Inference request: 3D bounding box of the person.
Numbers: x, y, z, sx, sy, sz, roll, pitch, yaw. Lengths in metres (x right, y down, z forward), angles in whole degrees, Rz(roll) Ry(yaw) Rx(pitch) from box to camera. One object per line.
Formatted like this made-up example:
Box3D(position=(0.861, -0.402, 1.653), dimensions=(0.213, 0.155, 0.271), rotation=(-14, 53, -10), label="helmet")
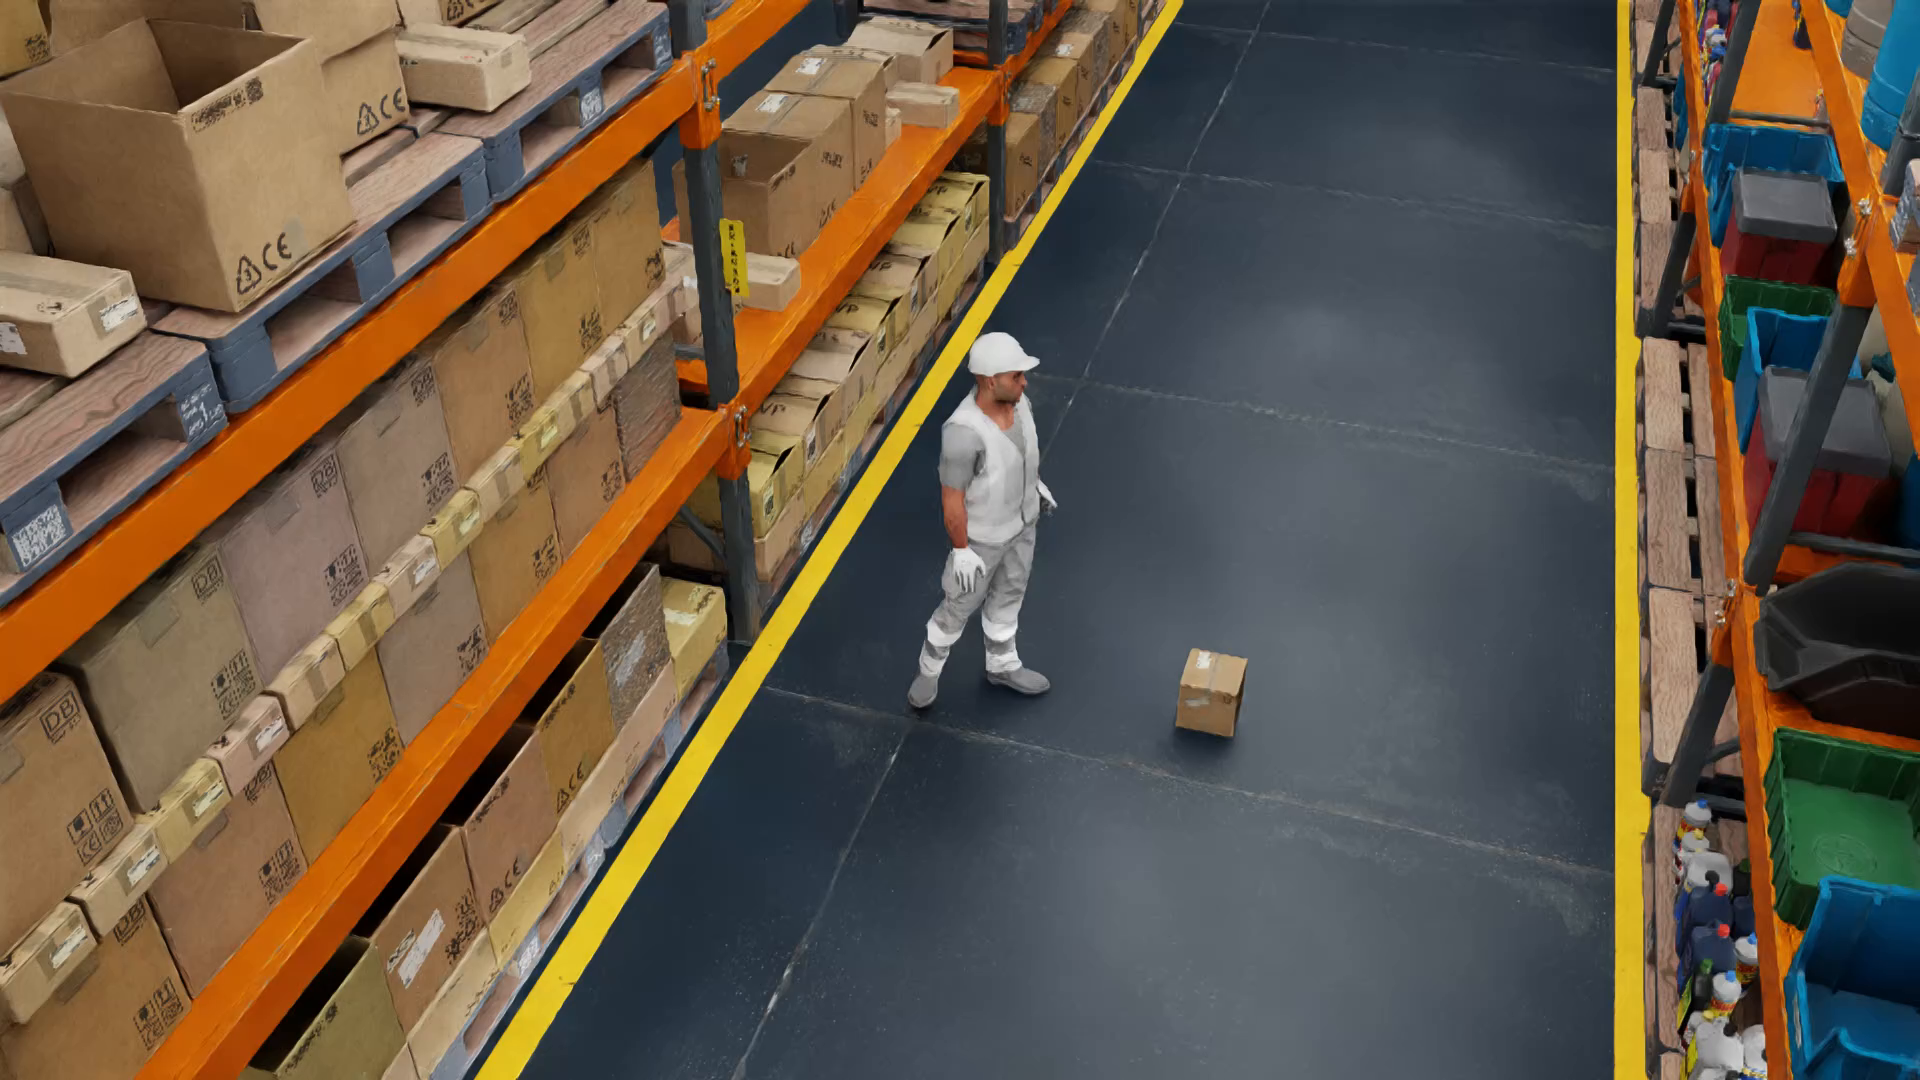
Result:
Box3D(position=(0.125, -0.085, 6.977), dimensions=(0.536, 1.786, 0.752), rotation=(25, 44, 30), label="person")
